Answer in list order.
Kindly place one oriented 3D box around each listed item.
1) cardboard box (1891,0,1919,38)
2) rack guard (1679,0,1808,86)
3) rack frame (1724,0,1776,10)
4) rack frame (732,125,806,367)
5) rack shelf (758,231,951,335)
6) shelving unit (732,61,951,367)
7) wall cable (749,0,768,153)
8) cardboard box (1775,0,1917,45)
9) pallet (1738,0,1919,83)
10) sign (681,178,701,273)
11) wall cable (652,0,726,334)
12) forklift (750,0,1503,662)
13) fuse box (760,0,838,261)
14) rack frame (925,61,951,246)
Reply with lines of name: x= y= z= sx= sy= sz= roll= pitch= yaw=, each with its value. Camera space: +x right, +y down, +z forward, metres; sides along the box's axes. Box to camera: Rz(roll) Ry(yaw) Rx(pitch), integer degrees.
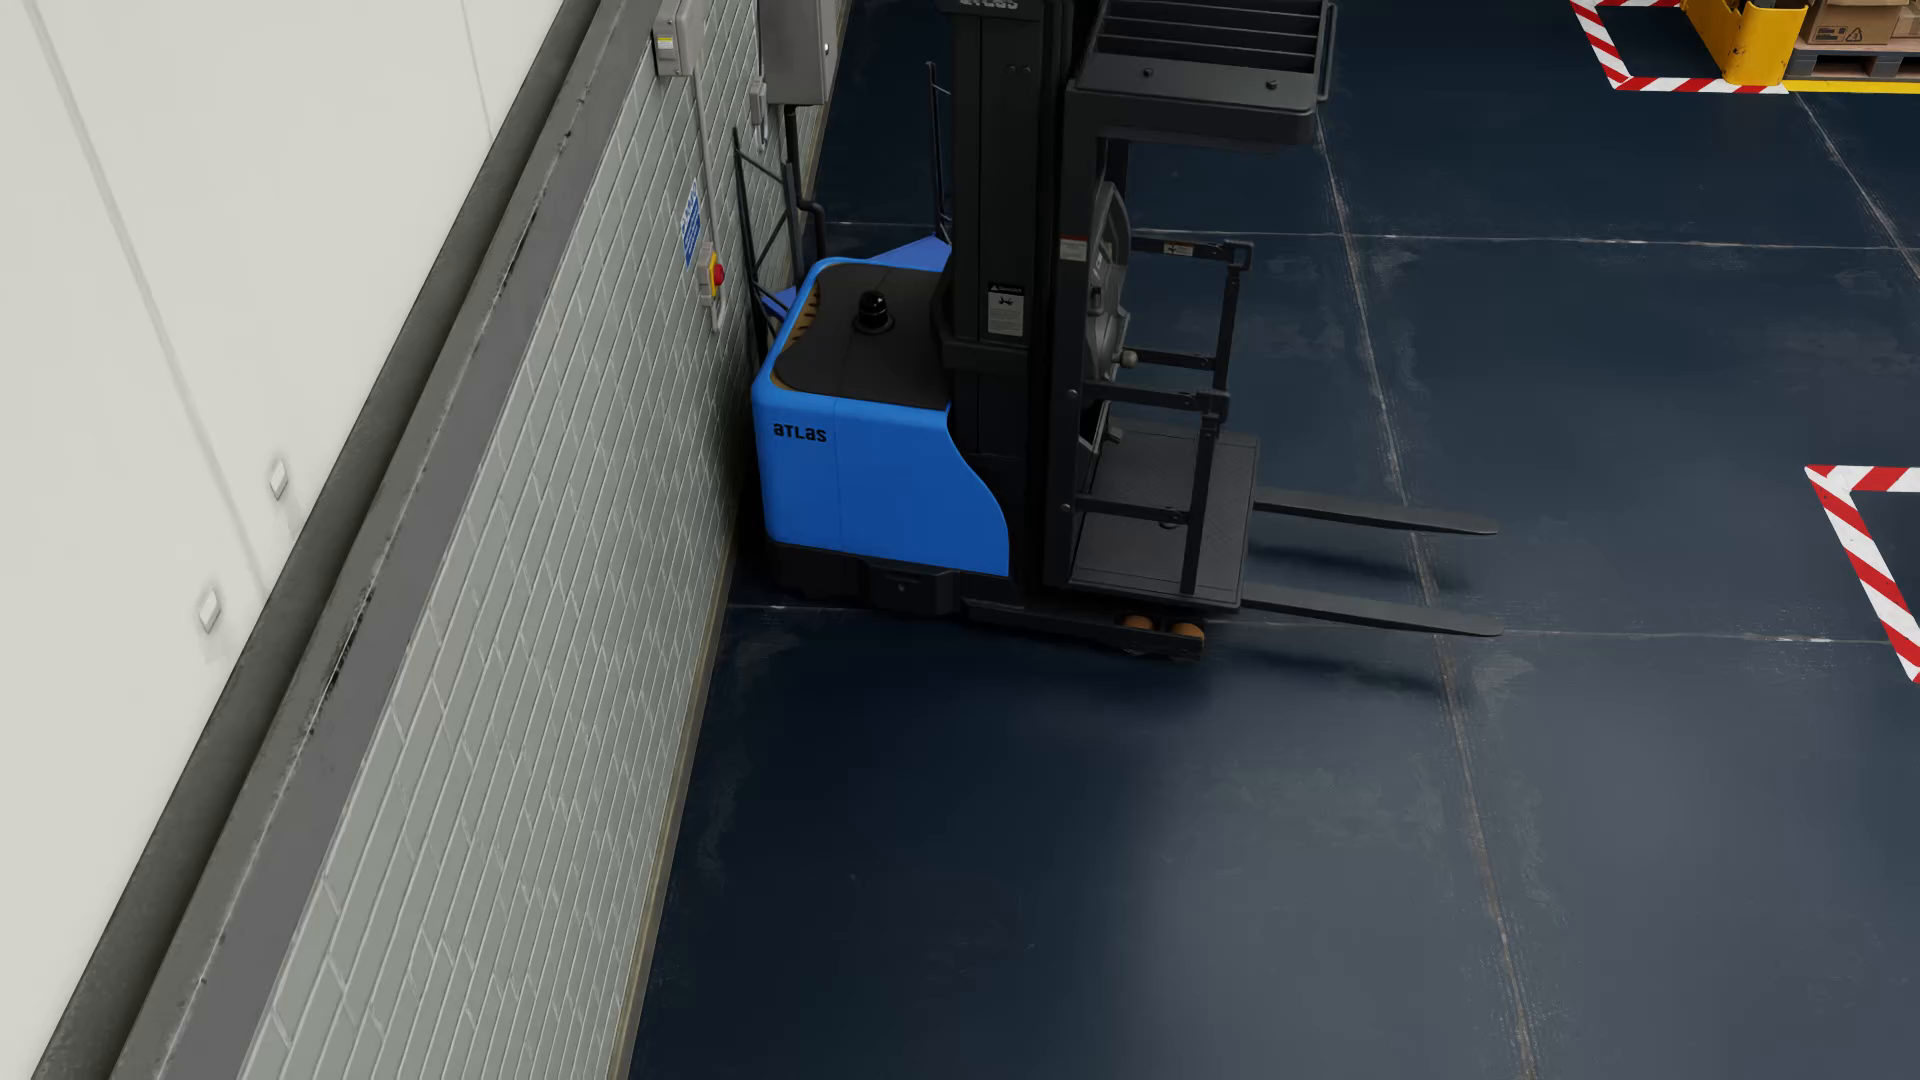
cardboard box: x=5.944 y=-3.320 z=10.482 sx=0.250 sy=0.149 sz=0.380 roll=0 pitch=43 yaw=0
rack guard: x=4.991 y=-3.416 z=10.635 sx=0.348 sy=0.500 sz=1.175 roll=2 pitch=43 yaw=2
rack frame: x=4.915 y=-4.332 z=9.785 sx=0.127 sy=3.000 sz=1.000 roll=2 pitch=43 yaw=2
rack frame: x=-0.796 y=-1.042 z=7.318 sx=0.032 sy=1.500 sz=0.500 roll=-25 pitch=43 yaw=-25
rack shelf: x=-0.372 y=-1.096 z=7.647 sx=1.000 sy=0.185 sz=0.538 roll=-25 pitch=43 yaw=-25
shelving unit: x=-0.381 y=-1.238 z=7.537 sx=1.048 sy=1.500 sz=0.538 roll=-25 pitch=43 yaw=-25
wall cable: x=-0.887 y=-2.447 z=7.017 sx=0.122 sy=1.984 sz=0.588 roll=2 pitch=43 yaw=2
cardboard box: x=5.522 y=-3.489 z=10.404 sx=0.637 sy=0.503 sz=0.797 roll=0 pitch=43 yaw=0
pallet: x=5.787 y=-3.286 z=10.708 sx=1.213 sy=0.211 sz=1.003 roll=2 pitch=43 yaw=2
sign: x=-1.002 y=-1.177 z=6.201 sx=0.001 sy=0.218 sz=0.327 roll=2 pitch=43 yaw=2
wall cable: x=-0.939 y=-1.493 z=5.969 sx=0.123 sy=1.953 sz=0.585 roll=2 pitch=43 yaw=2
forklift: x=0.744 y=-0.972 z=6.228 sx=3.031 sy=2.935 sz=1.130 roll=8 pitch=44 yaw=9
fuse box: x=-0.699 y=-2.064 z=8.296 sx=0.414 sy=1.711 sz=0.539 roll=2 pitch=43 yaw=2
rack frame: x=0.034 y=-1.434 z=7.756 sx=0.032 sy=1.500 sz=0.500 roll=-25 pitch=43 yaw=-25
